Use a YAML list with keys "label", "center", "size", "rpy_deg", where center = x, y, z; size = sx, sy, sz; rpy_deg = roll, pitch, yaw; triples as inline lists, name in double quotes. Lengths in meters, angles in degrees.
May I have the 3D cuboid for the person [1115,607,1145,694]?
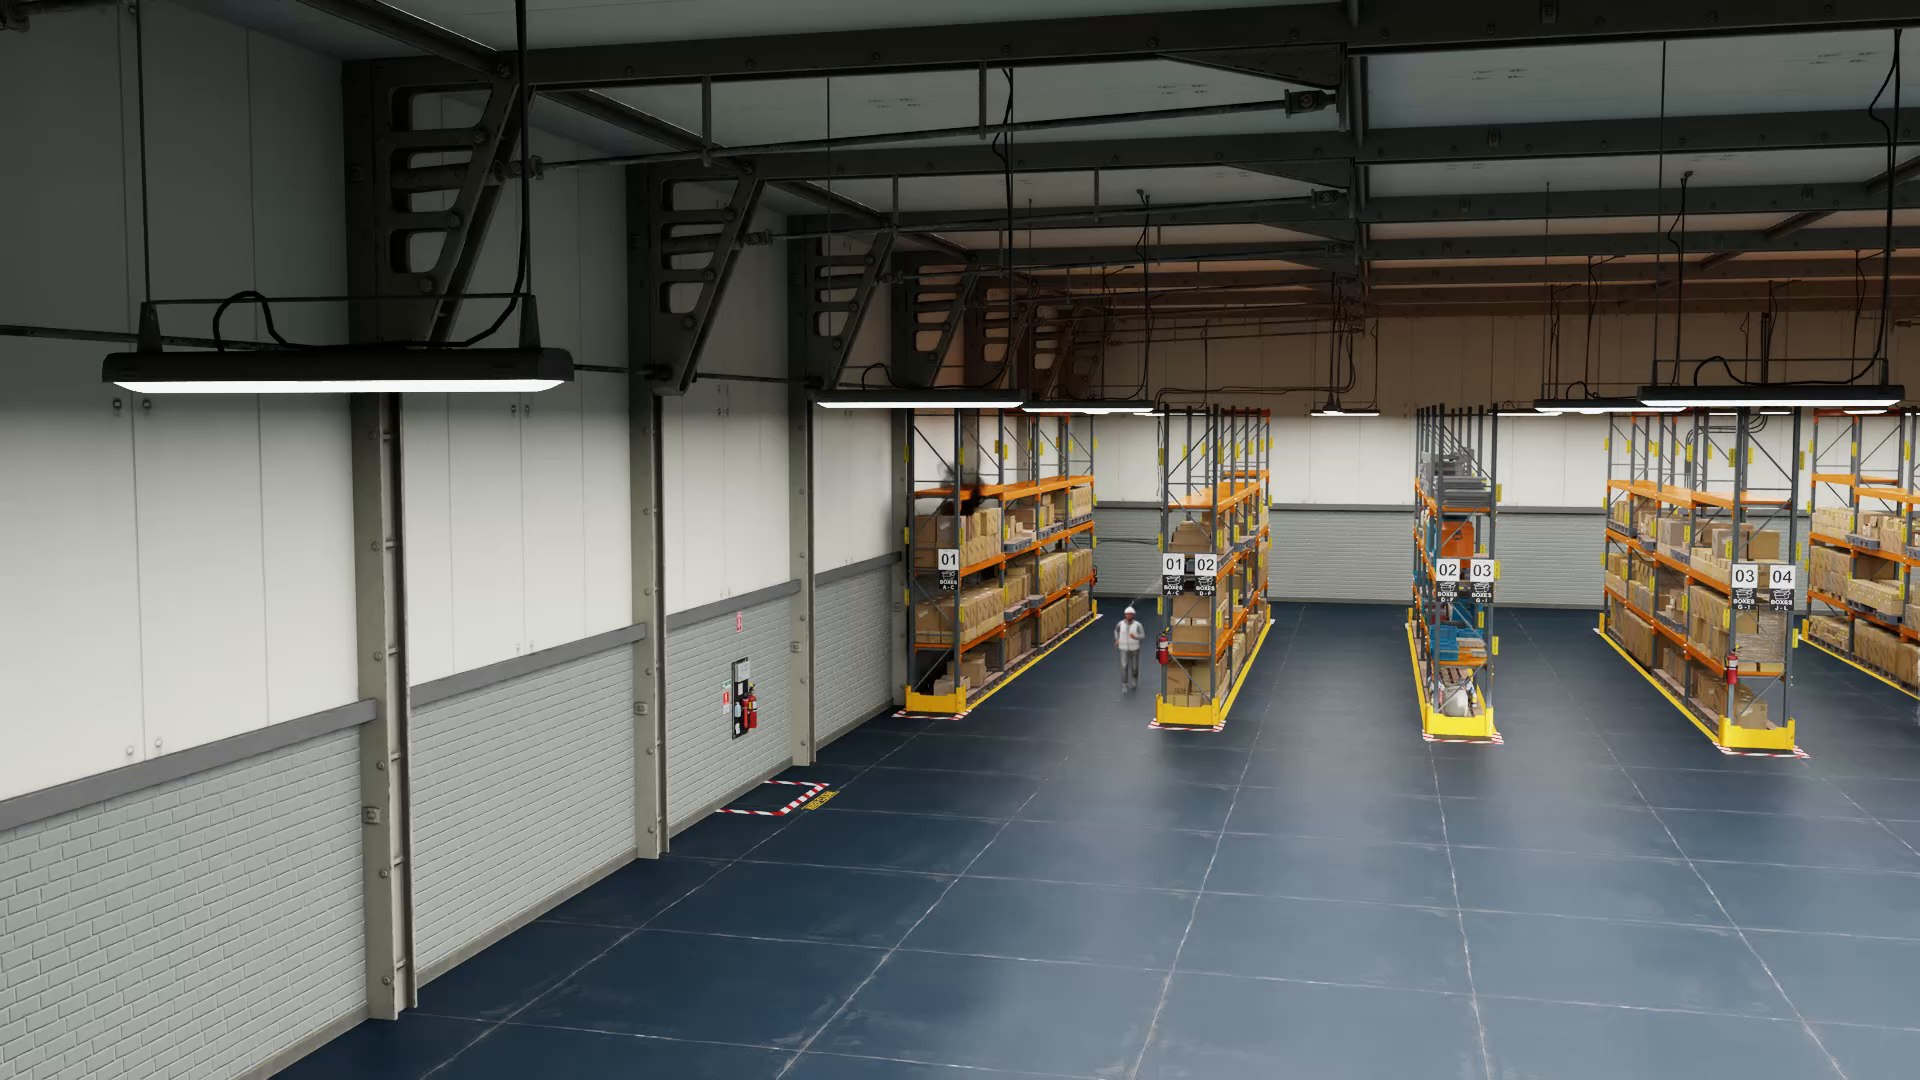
- label: "person"
  center: [3.542, 2.280, 34.806]
  size: [0.656, 1.758, 0.970]
  rpy_deg: [1, 4, 11]
